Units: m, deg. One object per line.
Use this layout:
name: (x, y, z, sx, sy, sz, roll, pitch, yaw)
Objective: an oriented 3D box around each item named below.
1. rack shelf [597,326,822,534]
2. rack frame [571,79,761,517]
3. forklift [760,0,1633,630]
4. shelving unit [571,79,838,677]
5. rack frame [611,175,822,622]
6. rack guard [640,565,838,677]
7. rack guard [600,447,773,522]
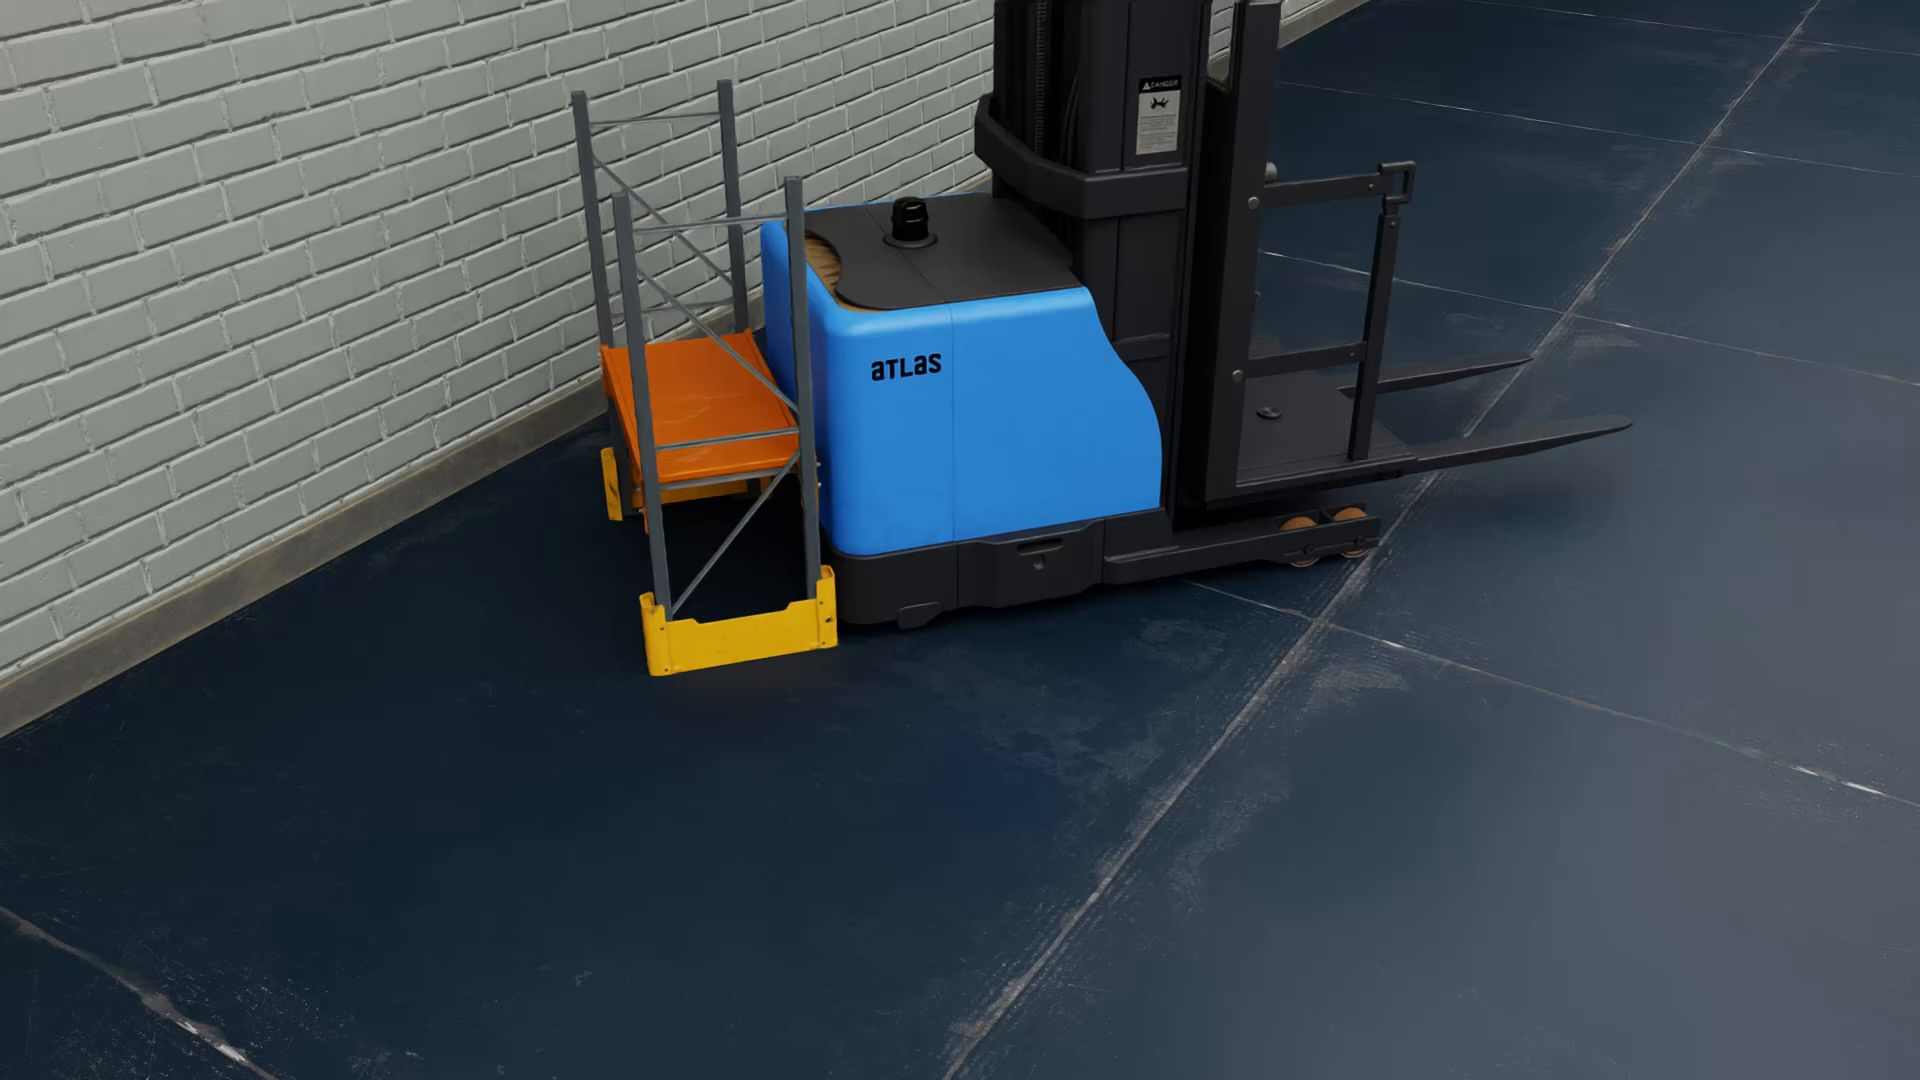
rack shelf: (-0.814, -0.374, 5.260, 0.538, 0.185, 1.000, -9, 31, -15)
rack frame: (-0.964, -0.774, 5.589, 0.500, 1.500, 0.032, -9, 31, -15)
forklift: (0.906, -1.417, 5.271, 3.031, 2.935, 1.130, -9, 32, -16)
shelving unit: (-0.817, -0.534, 5.177, 0.587, 1.500, 1.083, -9, 31, -15)
rack frame: (-0.663, -0.285, 4.750, 0.500, 1.500, 0.032, -9, 31, -15)
rack guard: (-0.669, 0.246, 5.081, 0.587, 0.250, 0.087, -9, 31, -15)
rack guard: (-0.964, -0.234, 5.903, 0.587, 0.250, 0.087, -9, 31, -15)
